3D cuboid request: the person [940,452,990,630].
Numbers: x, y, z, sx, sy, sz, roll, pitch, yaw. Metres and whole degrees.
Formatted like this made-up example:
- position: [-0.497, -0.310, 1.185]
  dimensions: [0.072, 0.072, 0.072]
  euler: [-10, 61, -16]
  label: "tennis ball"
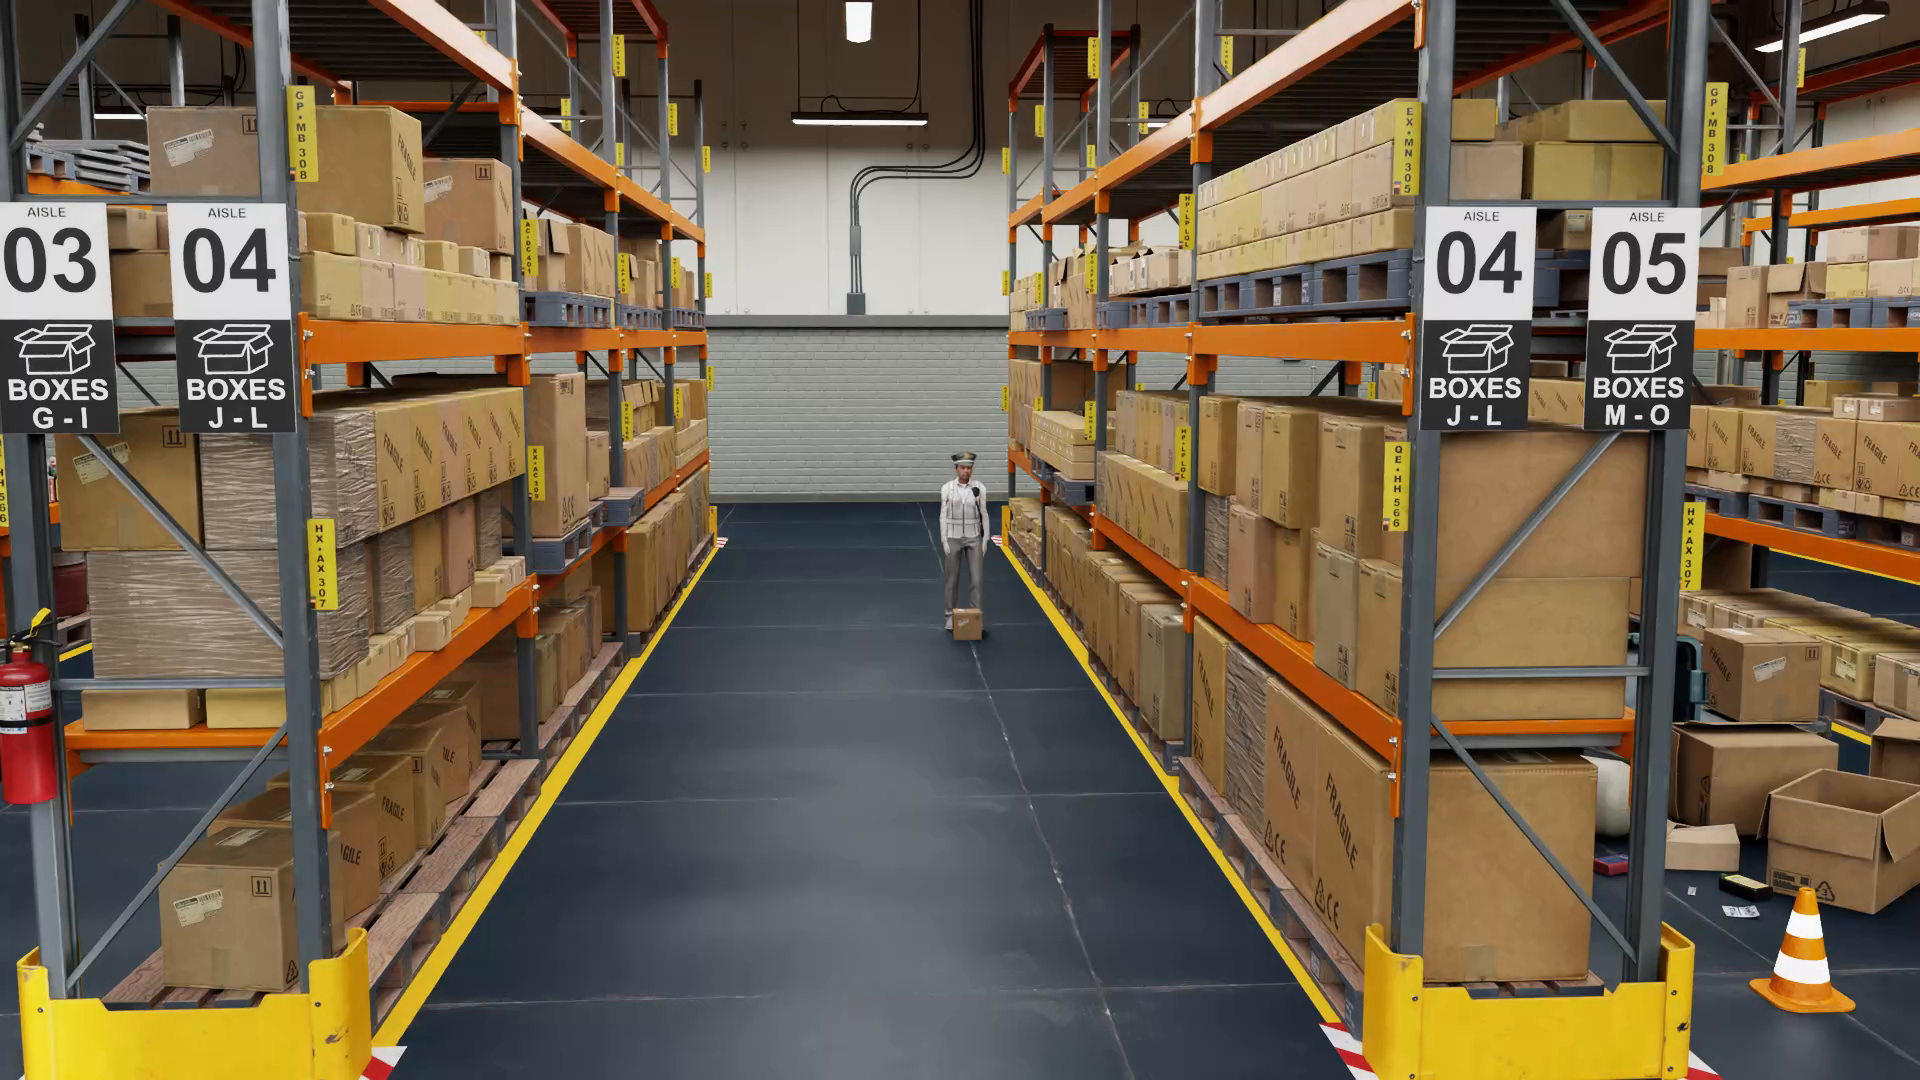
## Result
- position: [0.046, 0.009, 15.591]
  dimensions: [0.467, 1.681, 0.363]
  euler: [0, 7, -3]
  label: "person"
